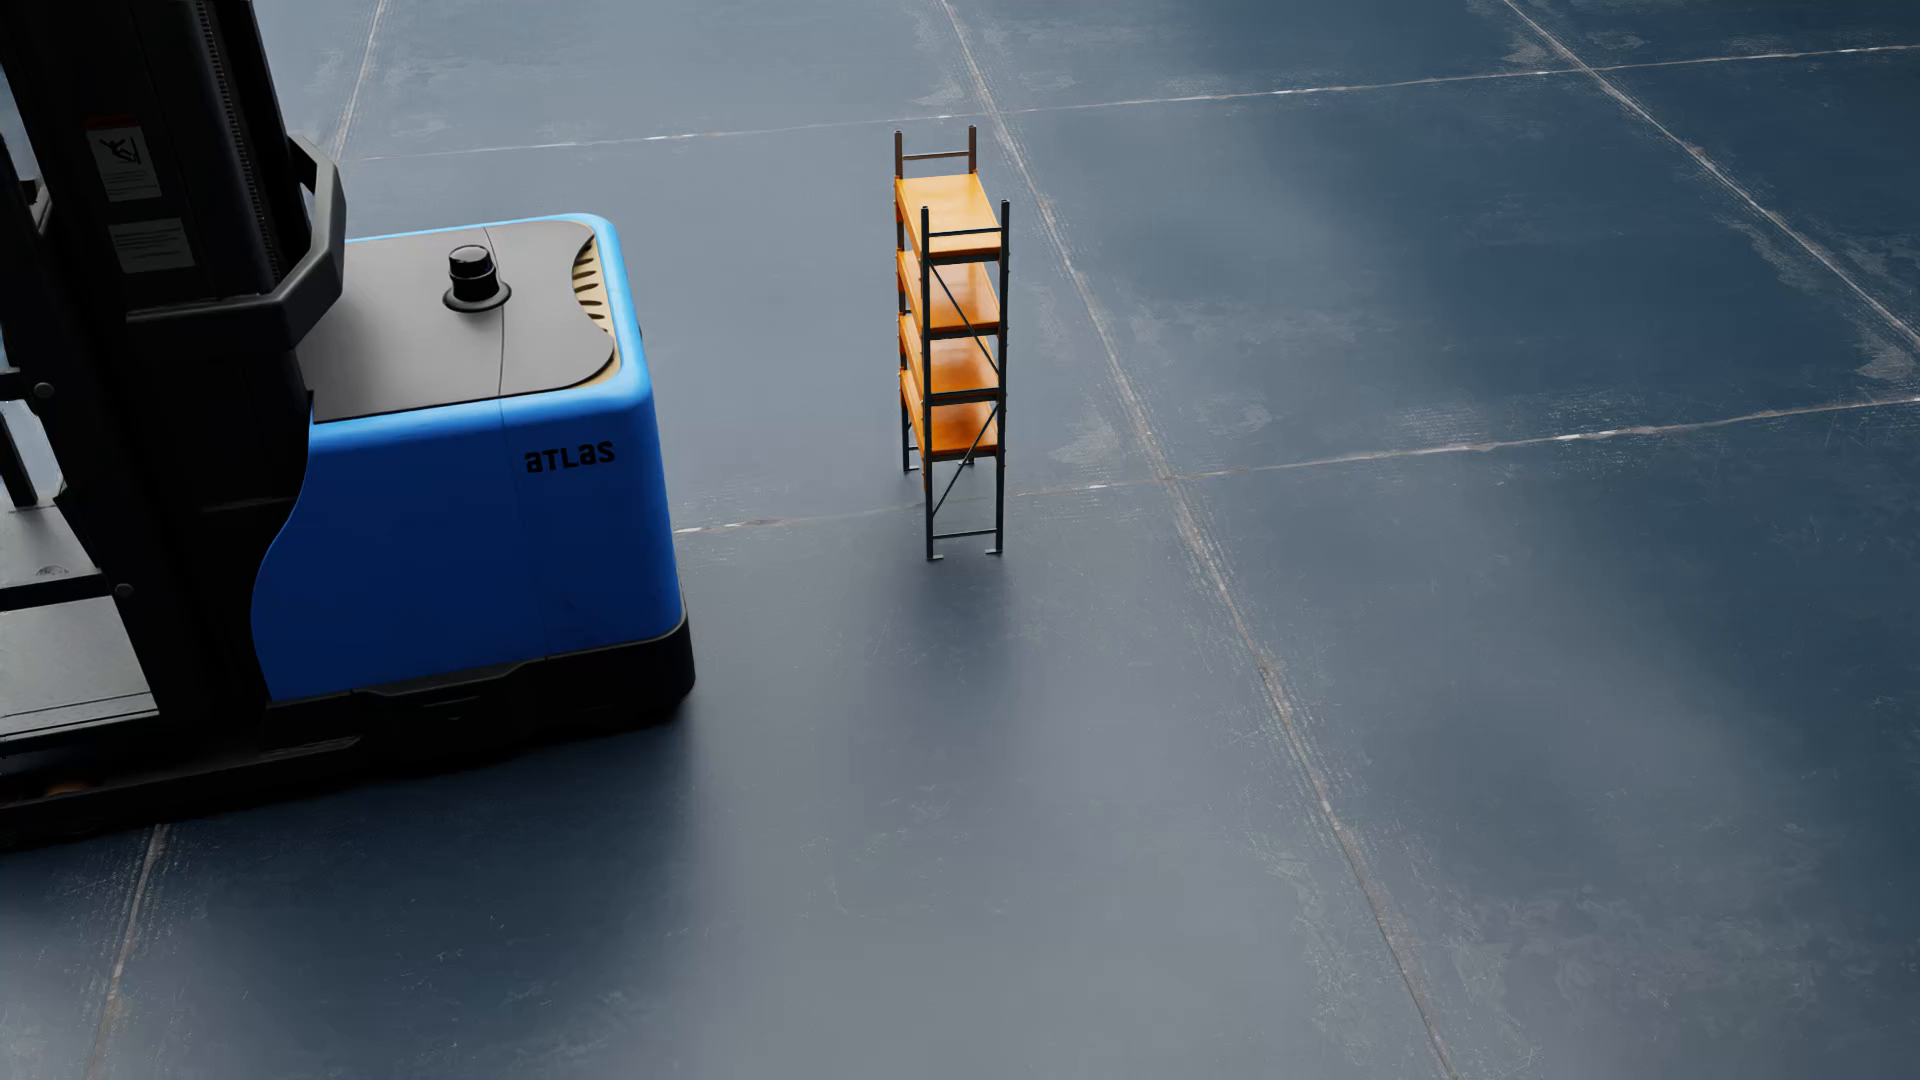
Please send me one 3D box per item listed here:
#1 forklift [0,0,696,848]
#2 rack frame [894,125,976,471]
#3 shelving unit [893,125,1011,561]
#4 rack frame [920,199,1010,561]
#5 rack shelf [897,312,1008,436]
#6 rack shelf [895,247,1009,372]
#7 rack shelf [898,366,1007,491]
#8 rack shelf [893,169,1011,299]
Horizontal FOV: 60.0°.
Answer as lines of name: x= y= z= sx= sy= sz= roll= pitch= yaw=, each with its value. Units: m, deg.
forklift: x=-2.312 y=-0.731 z=3.801 sx=3.031 sy=2.935 sz=1.130 roll=-9 pitch=39 yaw=-12
rack frame: x=-0.072 y=-0.721 z=5.200 sx=0.240 sy=1.200 sz=0.015 roll=-6 pitch=38 yaw=-8
shelving unit: x=-0.029 y=-0.574 z=5.011 sx=0.258 sy=1.200 sz=0.503 roll=-6 pitch=38 yaw=-8
rack frame: x=0.014 y=-0.426 z=4.821 sx=0.240 sy=1.200 sz=0.015 roll=-6 pitch=38 yaw=-8
rack shelf: x=-0.029 y=-0.521 z=5.052 sx=0.258 sy=0.148 sz=0.480 roll=-6 pitch=38 yaw=-8
rack shelf: x=-0.029 y=-0.697 z=4.915 sx=0.258 sy=0.148 sz=0.480 roll=-6 pitch=38 yaw=-8
rack shelf: x=-0.029 y=-0.364 z=5.174 sx=0.258 sy=0.148 sz=0.480 roll=-6 pitch=38 yaw=-8
rack shelf: x=-0.029 y=-0.884 z=4.770 sx=0.258 sy=0.148 sz=0.480 roll=-6 pitch=38 yaw=-8
